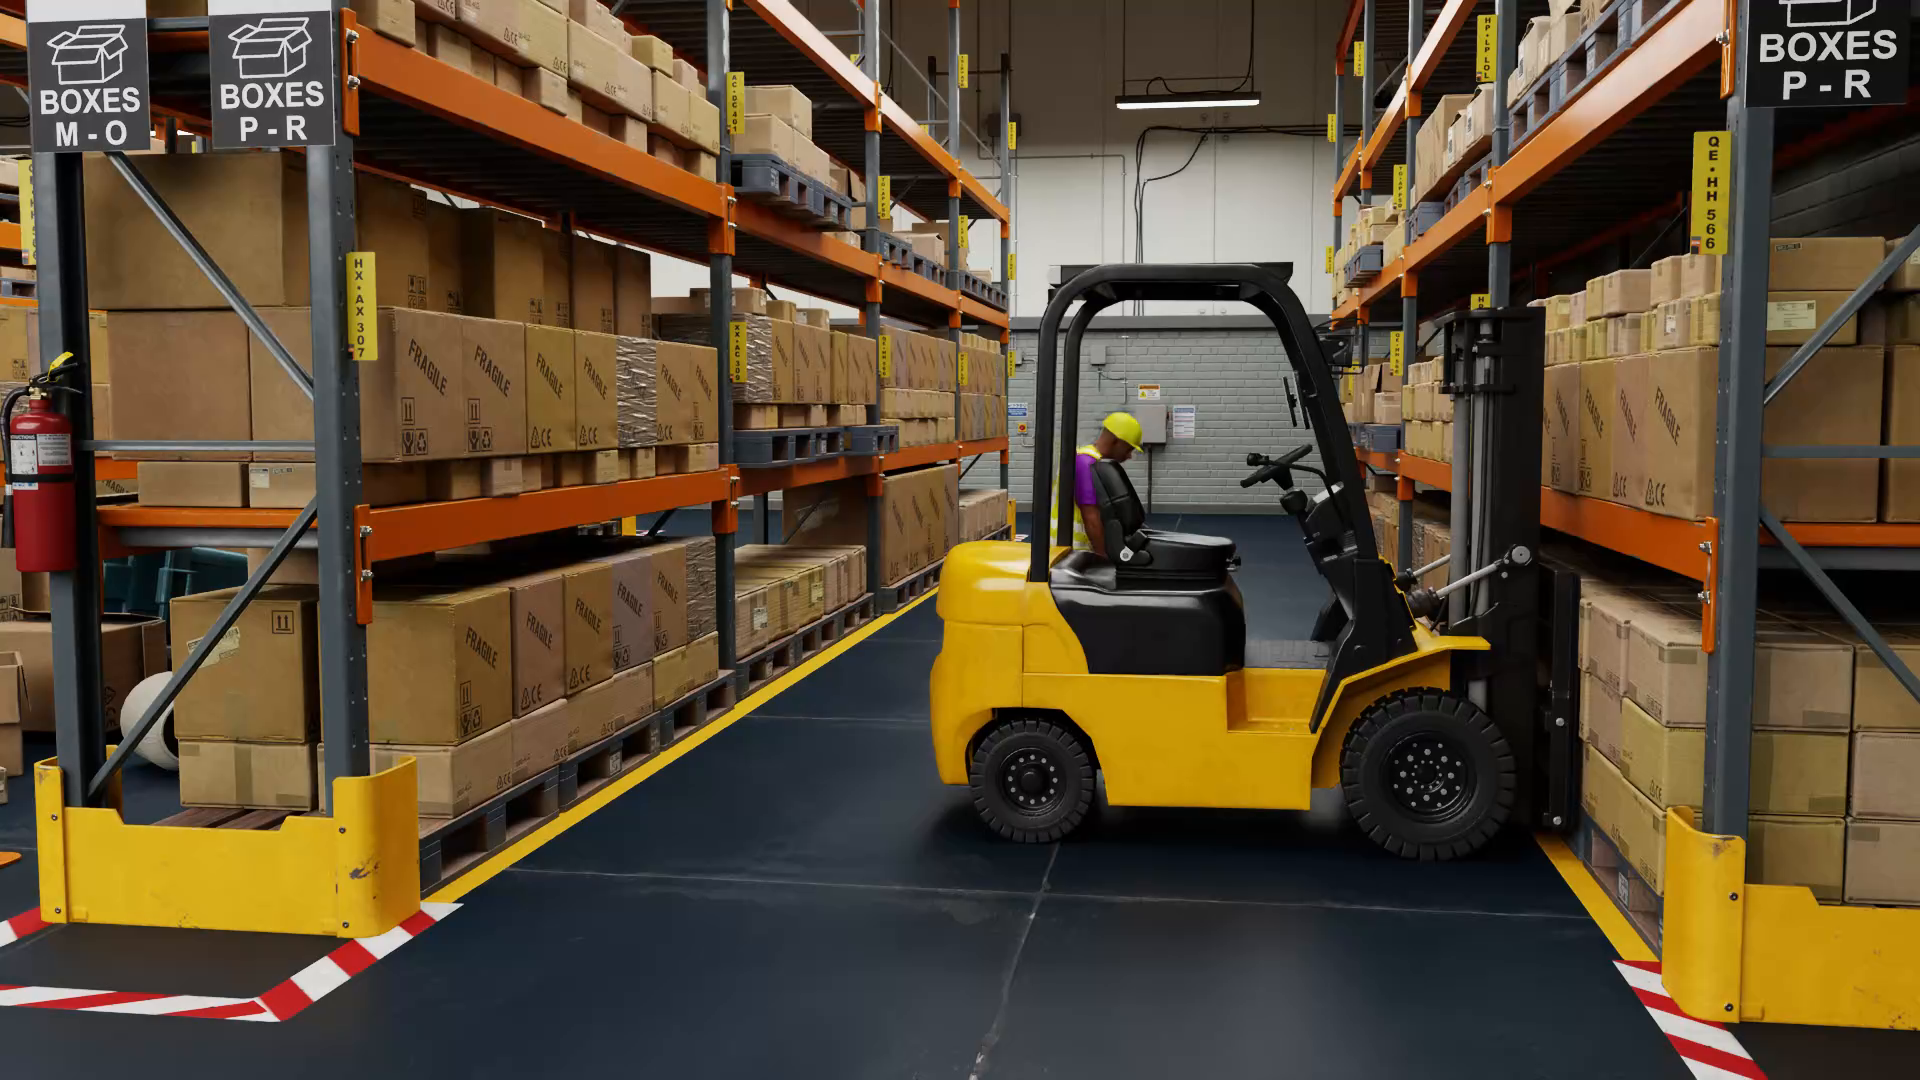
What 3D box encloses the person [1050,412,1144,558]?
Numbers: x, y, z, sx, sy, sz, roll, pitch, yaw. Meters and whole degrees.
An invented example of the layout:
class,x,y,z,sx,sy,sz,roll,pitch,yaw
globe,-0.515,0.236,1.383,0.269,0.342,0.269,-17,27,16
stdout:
class,x,y,z,sx,sy,sz,roll,pitch,yaw
person,0.741,0.080,9.473,0.597,1.613,0.616,1,5,10
